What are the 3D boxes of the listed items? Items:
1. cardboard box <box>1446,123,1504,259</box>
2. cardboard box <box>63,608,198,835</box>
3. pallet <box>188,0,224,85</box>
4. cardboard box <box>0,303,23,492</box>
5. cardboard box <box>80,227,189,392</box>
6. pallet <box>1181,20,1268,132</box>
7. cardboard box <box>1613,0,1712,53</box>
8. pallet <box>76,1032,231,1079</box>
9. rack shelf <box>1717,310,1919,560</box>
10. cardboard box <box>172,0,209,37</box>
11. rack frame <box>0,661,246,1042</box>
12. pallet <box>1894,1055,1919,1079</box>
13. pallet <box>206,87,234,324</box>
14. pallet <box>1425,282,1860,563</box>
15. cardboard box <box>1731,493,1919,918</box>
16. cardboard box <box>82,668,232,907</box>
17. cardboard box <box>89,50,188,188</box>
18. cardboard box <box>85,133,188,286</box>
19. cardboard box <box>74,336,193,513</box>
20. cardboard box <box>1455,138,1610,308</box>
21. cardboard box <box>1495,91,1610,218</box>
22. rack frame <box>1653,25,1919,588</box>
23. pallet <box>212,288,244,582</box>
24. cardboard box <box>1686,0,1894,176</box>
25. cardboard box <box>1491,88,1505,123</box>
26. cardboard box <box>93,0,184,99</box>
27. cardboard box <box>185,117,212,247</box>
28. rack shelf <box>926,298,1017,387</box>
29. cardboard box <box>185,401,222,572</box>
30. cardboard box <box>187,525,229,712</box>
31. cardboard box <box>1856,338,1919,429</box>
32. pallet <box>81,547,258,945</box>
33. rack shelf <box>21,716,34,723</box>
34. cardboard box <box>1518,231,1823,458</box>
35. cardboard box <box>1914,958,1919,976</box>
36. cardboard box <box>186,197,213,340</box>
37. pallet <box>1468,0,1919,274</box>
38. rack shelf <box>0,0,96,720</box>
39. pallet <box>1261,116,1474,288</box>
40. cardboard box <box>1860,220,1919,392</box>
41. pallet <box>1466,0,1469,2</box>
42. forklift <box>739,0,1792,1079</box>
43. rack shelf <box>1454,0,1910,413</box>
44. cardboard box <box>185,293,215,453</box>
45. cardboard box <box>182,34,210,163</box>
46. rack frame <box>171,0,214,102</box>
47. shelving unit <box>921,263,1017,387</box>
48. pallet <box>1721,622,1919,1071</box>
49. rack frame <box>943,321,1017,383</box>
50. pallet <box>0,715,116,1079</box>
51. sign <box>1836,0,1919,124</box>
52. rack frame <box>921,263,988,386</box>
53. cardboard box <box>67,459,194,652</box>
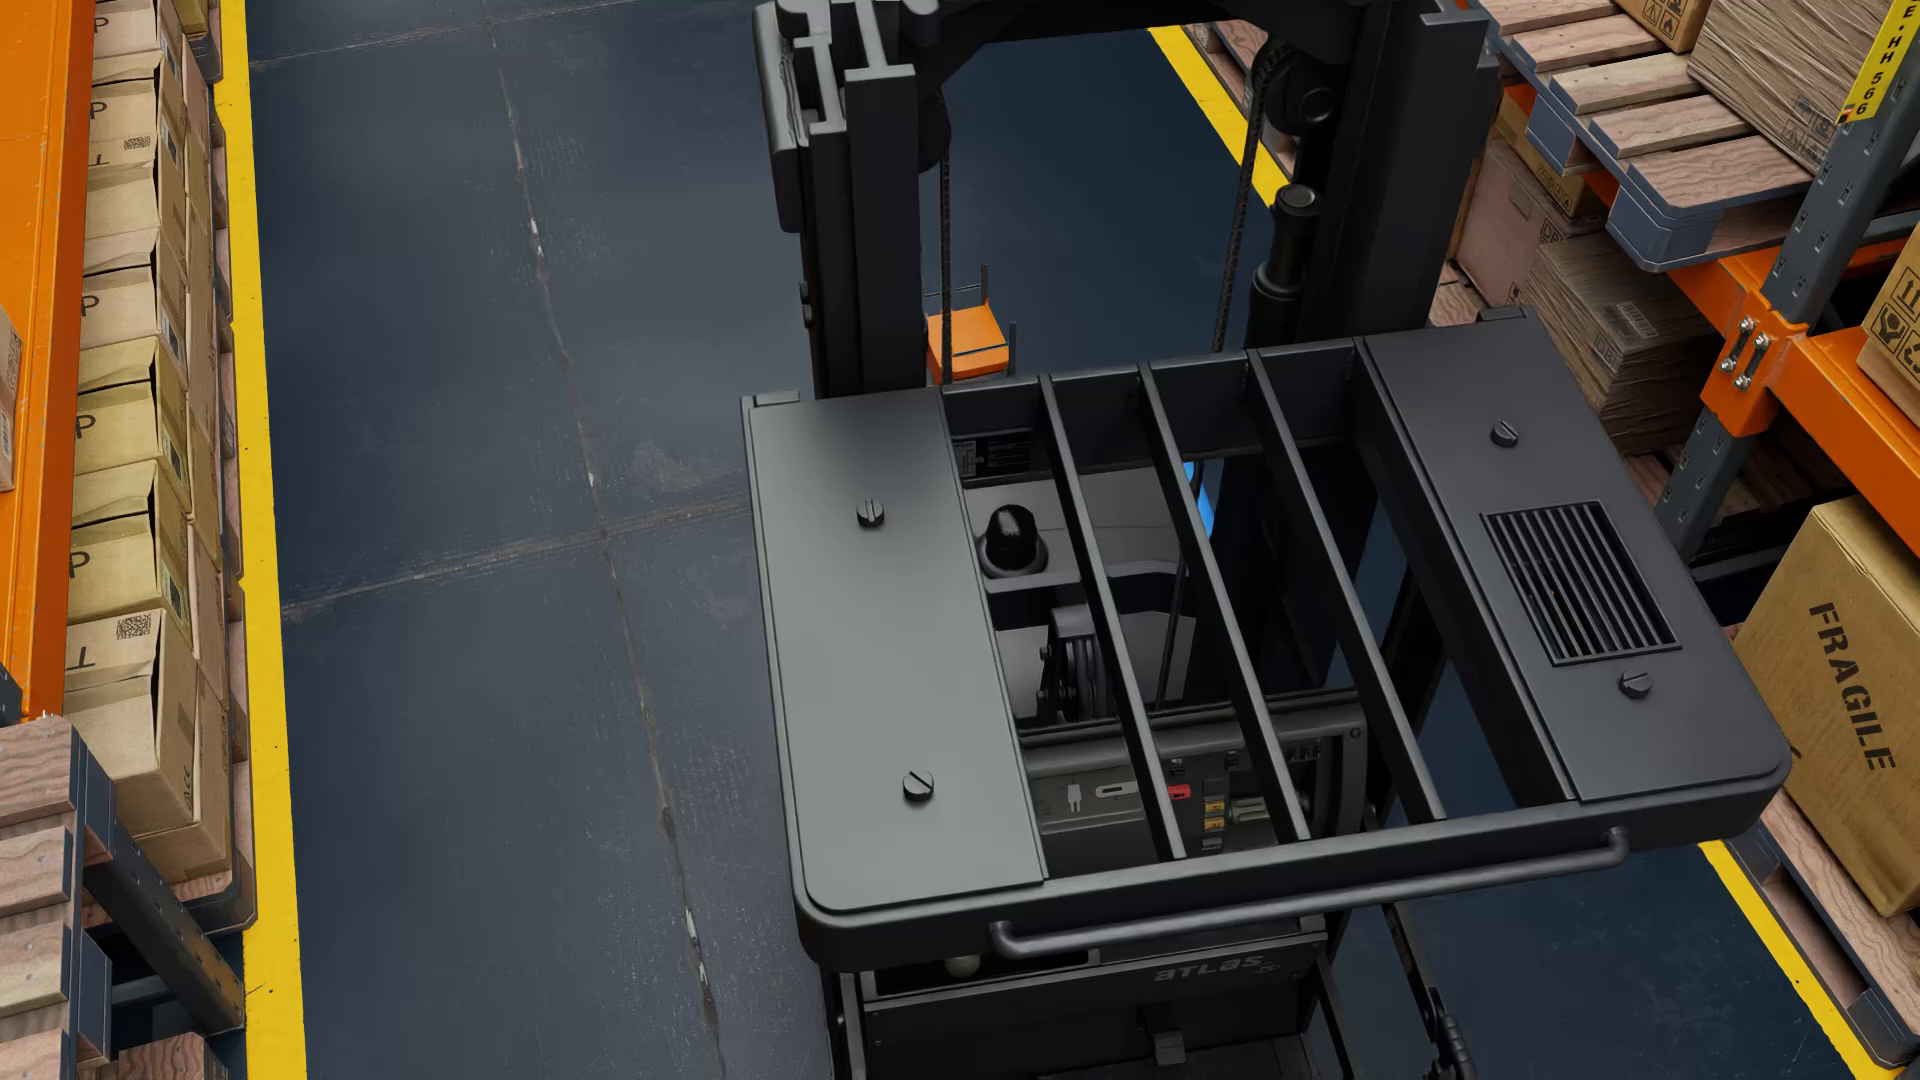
[{"bbox_3d":[1.951,-1.393,5.810,0.700,0.500,0.500,-14,51,-11],"label":"cardboard box"},{"bbox_3d":[-2.176,0.460,4.057,0.500,0.311,0.500,-12,51,-10],"label":"cardboard box"},{"bbox_3d":[-3.680,-2.274,7.029,1.003,0.211,1.213,-13,51,-11],"label":"pallet"},{"bbox_3d":[-2.382,-0.330,3.624,0.500,0.311,0.500,-14,51,-11],"label":"cardboard box"},{"bbox_3d":[-2.641,-0.670,5.010,0.500,0.311,0.500,-14,51,-11],"label":"cardboard box"},{"bbox_3d":[1.478,-2.239,6.999,1.003,0.211,1.213,-13,51,-11],"label":"pallet"},{"bbox_3d":[2.089,-1.701,4.369,0.700,0.500,0.500,-18,52,-14],"label":"cardboard box"},{"bbox_3d":[-2.117,1.791,3.602,1.003,0.211,1.213,-13,51,-11],"label":"pallet"},{"bbox_3d":[3.020,0.908,2.993,1.077,0.370,4.000,-13,51,-11],"label":"rack shelf"},{"bbox_3d":[-3.333,-2.239,6.700,0.500,0.250,0.500,-13,51,-11],"label":"cardboard box"},{"bbox_3d":[-2.302,0.339,3.003,1.000,3.000,0.127,-13,51,-11],"label":"rack frame"},{"bbox_3d":[2.947,1.597,3.766,1.003,0.211,1.213,-13,51,-11],"label":"pallet"},{"bbox_3d":[-3.230,-1.155,6.085,1.003,0.211,1.213,-13,51,-11],"label":"pallet"},{"bbox_3d":[2.199,-0.456,5.497,1.003,0.211,1.213,-13,51,-11],"label":"pallet"},{"bbox_3d":[2.521,0.340,4.133,0.750,0.750,0.750,-14,51,-11],"label":"cardboard box"},{"bbox_3d":[-2.176,0.641,4.272,0.500,0.250,0.500,-13,51,-11],"label":"cardboard box"},{"bbox_3d":[-2.932,-1.403,5.628,0.500,0.311,0.500,-12,51,-10],"label":"cardboard box"},{"bbox_3d":[-2.786,-1.038,5.320,0.500,0.311,0.500,-13,51,-11],"label":"cardboard box"},{"bbox_3d":[-2.488,-0.295,4.694,0.500,0.311,0.500,-15,51,-12],"label":"cardboard box"},{"bbox_3d":[2.125,-1.037,5.509,0.700,0.500,0.500,-13,51,-11],"label":"cardboard box"},{"bbox_3d":[2.058,-1.307,5.246,0.500,0.250,0.500,-12,51,-10],"label":"cardboard box"},{"bbox_3d":[2.429,-0.784,3.949,1.000,3.000,0.127,-13,51,-11],"label":"rack frame"},{"bbox_3d":[-2.865,-0.262,5.333,1.003,0.211,1.213,-13,51,-11],"label":"pallet"},{"bbox_3d":[2.280,-1.299,4.030,0.700,0.500,0.500,-19,52,-15],"label":"cardboard box"},{"bbox_3d":[1.901,-1.681,5.562,0.500,0.250,0.500,-14,51,-11],"label":"cardboard box"},{"bbox_3d":[-3.091,-1.782,5.947,0.500,0.311,0.500,-13,51,-11],"label":"cardboard box"},{"bbox_3d":[-2.938,-1.225,5.844,0.500,0.250,0.500,-14,51,-12],"label":"cardboard box"},{"bbox_3d":[0.016,-0.475,4.607,0.215,0.259,0.240,-13,51,-11],"label":"rack shelf"},{"bbox_3d":[-2.485,-0.105,4.900,0.500,0.250,0.500,-15,51,-12],"label":"cardboard box"},{"bbox_3d":[-2.326,0.274,4.581,0.500,0.250,0.500,-15,51,-12],"label":"cardboard box"},{"bbox_3d":[2.305,-0.417,3.791,0.380,0.149,0.250,-14,51,-12],"label":"cardboard box"},{"bbox_3d":[-2.508,0.627,4.583,1.003,0.211,1.213,-13,51,-11],"label":"pallet"},{"bbox_3d":[-1.711,2.031,2.046,1.077,0.370,4.000,-13,51,-11],"label":"rack shelf"},{"bbox_3d":[2.166,-0.634,5.170,0.700,0.500,0.500,-13,51,-10],"label":"cardboard box"},{"bbox_3d":[2.774,0.981,3.592,0.750,0.750,0.750,-14,51,-11],"label":"cardboard box"},{"bbox_3d":[-2.786,-0.851,5.529,0.500,0.250,0.500,-12,51,-10],"label":"cardboard box"},{"bbox_3d":[2.116,-1.219,4.441,1.213,0.211,1.003,-13,51,-11],"label":"pallet"},{"bbox_3d":[-2.894,-0.890,4.509,1.077,0.370,4.000,-13,51,-11],"label":"rack shelf"},{"bbox_3d":[1.842,-1.346,6.247,1.003,0.211,1.213,-13,51,-11],"label":"pallet"},{"bbox_3d":[2.328,-0.506,3.442,0.500,0.500,0.500,-12,51,-10],"label":"cardboard box"},{"bbox_3d":[1.804,-2.159,5.234,1.003,0.211,1.213,-13,51,-11],"label":"pallet"},{"bbox_3d":[0.298,0.639,2.794,1.130,2.935,3.031,-7,50,-6],"label":"forklift"},{"bbox_3d":[1.837,-2.013,5.456,1.077,0.370,4.000,-13,51,-11],"label":"rack shelf"},{"bbox_3d":[-2.637,-0.479,5.216,0.500,0.250,0.500,-12,51,-10],"label":"cardboard box"},{"bbox_3d":[-3.085,-1.595,6.156,0.500,0.250,0.500,-14,51,-11],"label":"cardboard box"},{"bbox_3d":[-3.485,-2.583,5.466,1.000,3.000,0.127,-13,51,-11],"label":"rack frame"},{"bbox_3d":[0.016,-0.299,4.816,0.215,1.050,0.252,-13,51,-11],"label":"shelving unit"},{"bbox_3d":[2.590,0.707,4.516,1.003,0.211,1.213,-13,51,-11],"label":"pallet"},{"bbox_3d":[0.052,-0.210,4.741,0.200,1.050,0.008,-13,51,-11],"label":"rack frame"},{"bbox_3d":[-2.035,0.880,2.672,1.213,0.211,1.003,-13,51,-11],"label":"pallet"},{"bbox_3d":[1.913,-1.002,3.428,0.100,0.325,0.005,-13,51,-11],"label":"sign"},{"bbox_3d":[-0.020,-0.388,4.891,0.200,1.050,0.008,-13,51,-11],"label":"rack frame"},{"bbox_3d":[-2.340,0.078,4.379,0.500,0.311,0.500,-14,51,-12],"label":"cardboard box"}]
